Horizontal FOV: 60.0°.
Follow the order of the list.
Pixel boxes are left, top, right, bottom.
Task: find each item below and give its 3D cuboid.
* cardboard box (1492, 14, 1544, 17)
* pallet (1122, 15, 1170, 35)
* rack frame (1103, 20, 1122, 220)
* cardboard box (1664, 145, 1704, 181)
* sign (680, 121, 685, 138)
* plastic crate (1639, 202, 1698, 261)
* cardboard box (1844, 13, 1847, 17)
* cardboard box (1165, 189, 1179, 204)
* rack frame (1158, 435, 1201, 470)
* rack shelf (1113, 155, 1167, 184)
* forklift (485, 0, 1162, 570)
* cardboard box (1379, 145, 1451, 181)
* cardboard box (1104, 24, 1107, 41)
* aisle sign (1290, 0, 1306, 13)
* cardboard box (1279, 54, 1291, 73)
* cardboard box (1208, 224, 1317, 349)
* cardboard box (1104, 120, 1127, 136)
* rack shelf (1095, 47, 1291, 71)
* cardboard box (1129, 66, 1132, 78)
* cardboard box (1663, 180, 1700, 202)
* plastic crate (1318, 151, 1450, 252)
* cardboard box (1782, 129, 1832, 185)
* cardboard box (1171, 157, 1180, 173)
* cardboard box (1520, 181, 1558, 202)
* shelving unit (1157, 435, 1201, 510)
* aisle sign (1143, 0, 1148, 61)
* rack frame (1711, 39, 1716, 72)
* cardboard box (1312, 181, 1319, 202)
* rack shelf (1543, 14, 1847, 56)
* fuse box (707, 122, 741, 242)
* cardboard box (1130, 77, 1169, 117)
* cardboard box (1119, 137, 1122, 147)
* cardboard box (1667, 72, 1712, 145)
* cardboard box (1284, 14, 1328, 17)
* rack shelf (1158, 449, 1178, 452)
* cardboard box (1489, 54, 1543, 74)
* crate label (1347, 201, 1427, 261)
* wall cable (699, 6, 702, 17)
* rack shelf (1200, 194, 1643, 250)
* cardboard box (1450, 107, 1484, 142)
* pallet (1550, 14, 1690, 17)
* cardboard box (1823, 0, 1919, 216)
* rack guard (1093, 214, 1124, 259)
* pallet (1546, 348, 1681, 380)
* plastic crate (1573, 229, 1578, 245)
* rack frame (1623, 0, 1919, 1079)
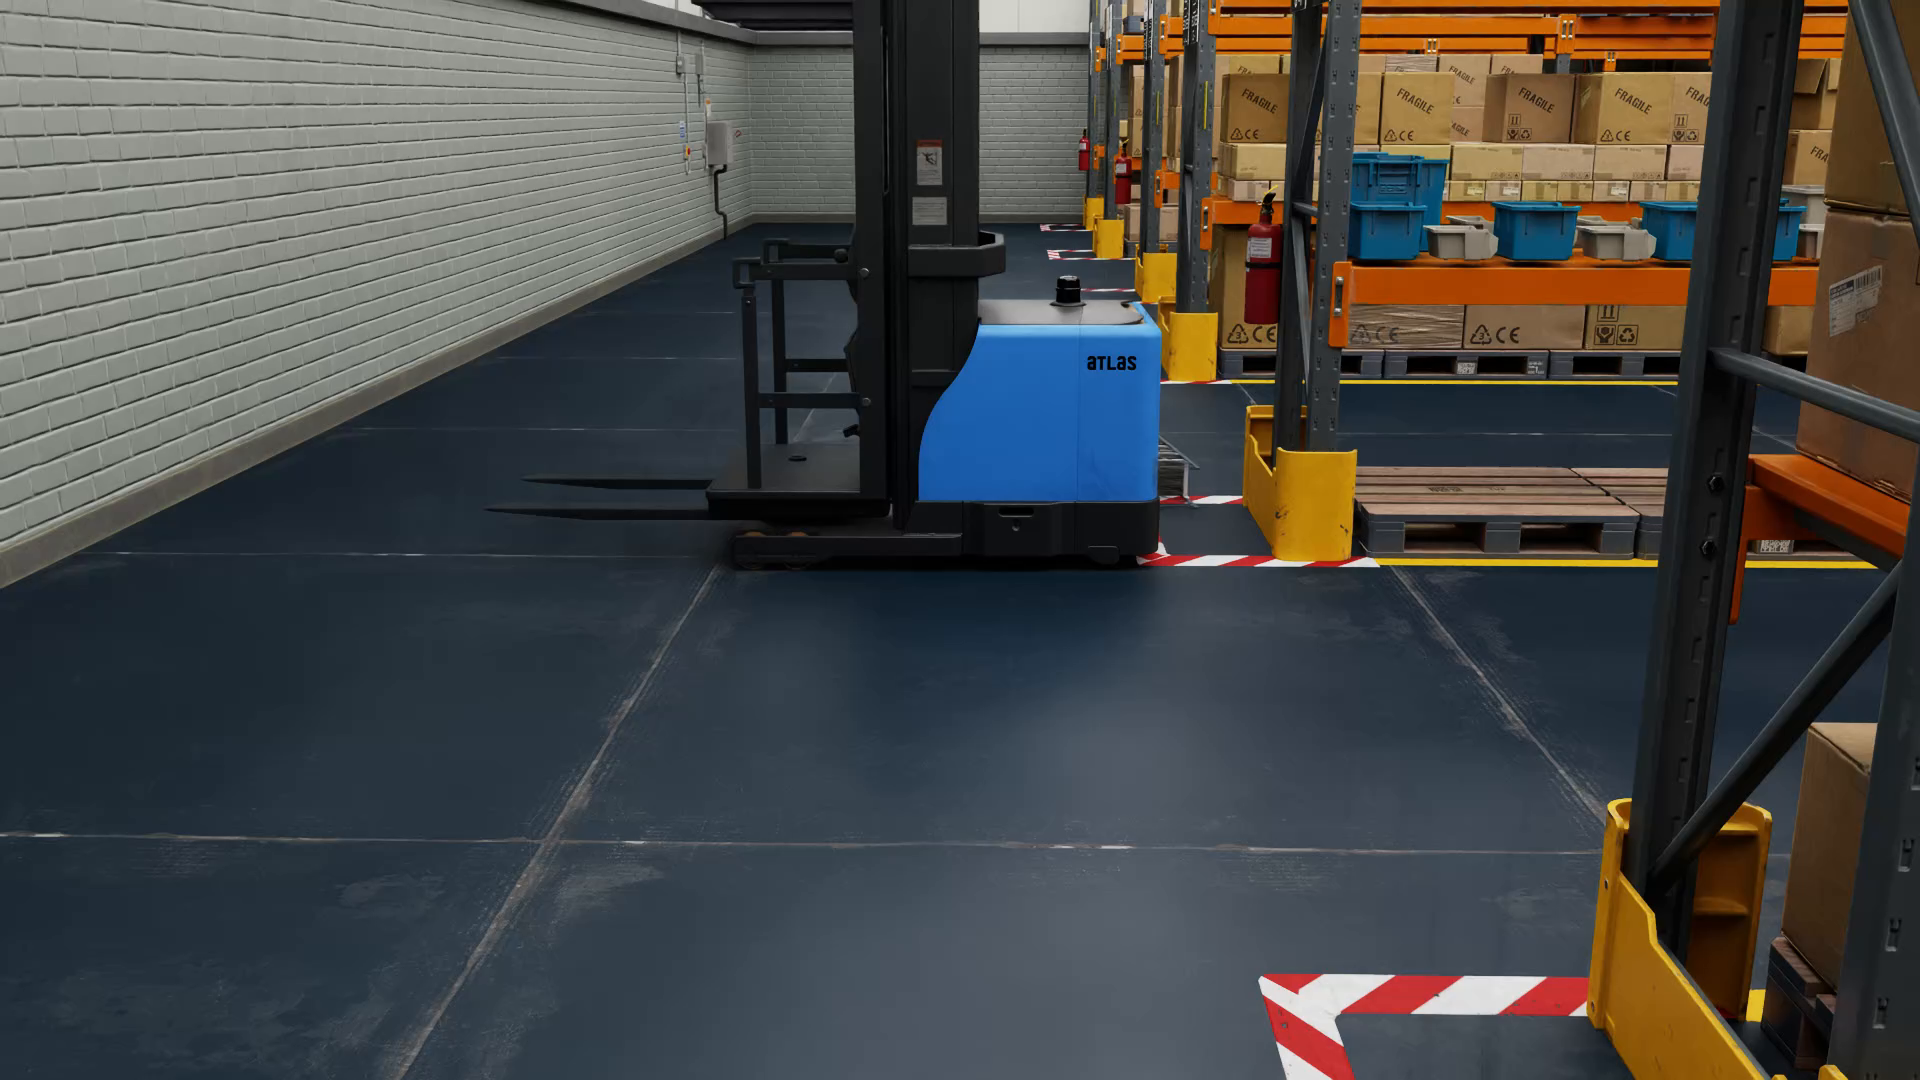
[{"bbox_3d":[5.489,-5.319,16.534,0.500,0.250,0.500,1,15,3],"label":"cardboard box"},{"bbox_3d":[2.755,-6.701,21.653,1.213,0.211,1.003,0,15,1],"label":"pallet"},{"bbox_3d":[2.013,-5.296,22.032,0.127,3.000,1.000,0,15,1],"label":"rack frame"},{"bbox_3d":[5.310,-2.750,12.093,0.500,0.250,0.500,0,15,0],"label":"cardboard box"},{"bbox_3d":[-3.687,-5.445,22.069,0.001,0.218,0.327,0,15,1],"label":"sign"},{"bbox_3d":[3.188,-1.359,7.323,0.300,0.233,0.416,0,15,1],"label":"plastic crate"},{"bbox_3d":[8.907,-5.418,16.421,0.500,0.500,0.500,0,15,1],"label":"cardboard box"},{"bbox_3d":[3.598,-5.512,26.930,0.500,0.500,0.700,1,15,4],"label":"cardboard box"},{"bbox_3d":[1.038,-0.469,8.798,0.240,0.006,0.900,-2,15,-7],"label":"rack frame"},{"bbox_3d":[4.012,-4.935,22.075,4.000,0.370,1.077,0,15,1],"label":"rack shelf"},{"bbox_3d":[-0.626,-1.420,7.476,3.031,2.935,1.130,0,15,1],"label":"forklift"},{"bbox_3d":[3.255,-2.762,12.139,0.500,0.250,0.500,0,15,0],"label":"cardboard box"},{"bbox_3d":[2.587,-8.150,26.681,0.500,0.250,0.500,0,15,0],"label":"cardboard box"},{"bbox_3d":[1.569,-2.838,7.619,0.004,0.787,0.394,0,15,1],"label":"aisle sign"},{"bbox_3d":[3.453,-4.627,16.759,0.500,0.500,0.500,0,15,0],"label":"cardboard box"},{"bbox_3d":[2.402,-1.960,12.732,0.875,0.875,0.875,0,15,1],"label":"cardboard box"},{"bbox_3d":[2.602,-6.698,27.057,0.500,0.250,0.500,1,15,3],"label":"cardboard box"},{"bbox_3d":[4.135,-7.651,26.490,4.000,0.370,1.077,0,15,1],"label":"rack shelf"},{"bbox_3d":[2.377,-6.190,21.994,0.250,0.149,0.380,1,15,2],"label":"cardboard box"},{"bbox_3d":[5.187,-2.541,12.084,0.250,0.149,0.380,1,15,3],"label":"cardboard box"},{"bbox_3d":[1.973,-1.597,7.826,0.499,0.435,0.616,0,15,1],"label":"plastic crate"},{"bbox_3d":[6.212,-2.724,12.089,0.500,0.500,0.500,0,15,2],"label":"cardboard box"},{"bbox_3d":[2.303,-3.826,16.952,0.250,0.149,0.380,0,15,1],"label":"cardboard box"},{"bbox_3d":[4.161,-2.548,12.109,0.250,0.149,0.380,0,15,1],"label":"cardboard box"},{"bbox_3d":[1.038,-0.371,8.824,0.258,0.210,0.900,-2,15,-7],"label":"shelving unit"},{"bbox_3d":[1.922,-5.367,17.205,0.004,0.787,0.394,0,15,1],"label":"aisle sign"},{"bbox_3d":[5.758,-2.742,12.355,0.127,3.000,1.000,0,15,1],"label":"rack frame"},{"bbox_3d":[2.619,-2.558,12.147,0.250,0.149,0.380,0,15,0],"label":"cardboard box"},{"bbox_3d":[7.985,-5.096,16.806,4.000,0.370,1.077,0,15,1],"label":"rack shelf"},{"bbox_3d":[-3.425,-5.238,24.340,0.414,1.711,0.539,0,15,1],"label":"fuse box"},{"bbox_3d":[2.485,-5.752,21.605,0.500,0.500,0.500,0,15,0],"label":"cardboard box"},{"bbox_3d":[2.457,-6.368,26.589,0.250,0.149,0.380,0,15,1],"label":"cardboard box"},{"bbox_3d":[5.292,-3.111,11.993,0.500,0.500,0.500,1,15,3],"label":"cardboard box"},{"bbox_3d":[3.471,-5.338,16.606,0.500,0.250,0.500,0,15,0],"label":"cardboard box"},{"bbox_3d":[1.031,-0.385,8.879,0.258,0.200,0.077,-2,15,-7],"label":"rack shelf"},{"bbox_3d":[5.509,-4.616,16.718,0.500,0.500,0.500,0,15,-1],"label":"cardboard box"},{"bbox_3d":[1.872,-1.368,7.355,0.303,0.233,0.416,0,15,1],"label":"crate label"},{"bbox_3d":[-3.659,-8.353,21.862,0.029,3.000,2.355,0,15,1],"label":"wall cable"},{"bbox_3d":[3.759,-2.408,12.496,4.000,0.370,1.077,0,15,1],"label":"rack shelf"},{"bbox_3d":[4.976,-4.134,16.849,0.500,0.500,0.500,0,15,0],"label":"cardboard box"},{"bbox_3d":[6.601,-5.335,16.670,1.003,0.211,1.213,0,15,1],"label":"pallet"},{"bbox_3d":[1.955,-0.841,2.993,0.500,0.500,0.500,0,15,1],"label":"cardboard box"},{"bbox_3d":[1.989,-4.087,22.352,0.348,0.500,1.175,0,15,1],"label":"rack guard"},{"bbox_3d":[5.000,-1.419,12.805,1.213,0.211,1.003,0,15,1],"label":"pallet"},{"bbox_3d":[2.742,-1.442,7.826,0.243,0.136,0.396,0,15,1],"label":"plastic crate"},{"bbox_3d":[1.503,-0.242,2.878,0.127,3.000,1.000,0,15,1],"label":"rack frame"}]
